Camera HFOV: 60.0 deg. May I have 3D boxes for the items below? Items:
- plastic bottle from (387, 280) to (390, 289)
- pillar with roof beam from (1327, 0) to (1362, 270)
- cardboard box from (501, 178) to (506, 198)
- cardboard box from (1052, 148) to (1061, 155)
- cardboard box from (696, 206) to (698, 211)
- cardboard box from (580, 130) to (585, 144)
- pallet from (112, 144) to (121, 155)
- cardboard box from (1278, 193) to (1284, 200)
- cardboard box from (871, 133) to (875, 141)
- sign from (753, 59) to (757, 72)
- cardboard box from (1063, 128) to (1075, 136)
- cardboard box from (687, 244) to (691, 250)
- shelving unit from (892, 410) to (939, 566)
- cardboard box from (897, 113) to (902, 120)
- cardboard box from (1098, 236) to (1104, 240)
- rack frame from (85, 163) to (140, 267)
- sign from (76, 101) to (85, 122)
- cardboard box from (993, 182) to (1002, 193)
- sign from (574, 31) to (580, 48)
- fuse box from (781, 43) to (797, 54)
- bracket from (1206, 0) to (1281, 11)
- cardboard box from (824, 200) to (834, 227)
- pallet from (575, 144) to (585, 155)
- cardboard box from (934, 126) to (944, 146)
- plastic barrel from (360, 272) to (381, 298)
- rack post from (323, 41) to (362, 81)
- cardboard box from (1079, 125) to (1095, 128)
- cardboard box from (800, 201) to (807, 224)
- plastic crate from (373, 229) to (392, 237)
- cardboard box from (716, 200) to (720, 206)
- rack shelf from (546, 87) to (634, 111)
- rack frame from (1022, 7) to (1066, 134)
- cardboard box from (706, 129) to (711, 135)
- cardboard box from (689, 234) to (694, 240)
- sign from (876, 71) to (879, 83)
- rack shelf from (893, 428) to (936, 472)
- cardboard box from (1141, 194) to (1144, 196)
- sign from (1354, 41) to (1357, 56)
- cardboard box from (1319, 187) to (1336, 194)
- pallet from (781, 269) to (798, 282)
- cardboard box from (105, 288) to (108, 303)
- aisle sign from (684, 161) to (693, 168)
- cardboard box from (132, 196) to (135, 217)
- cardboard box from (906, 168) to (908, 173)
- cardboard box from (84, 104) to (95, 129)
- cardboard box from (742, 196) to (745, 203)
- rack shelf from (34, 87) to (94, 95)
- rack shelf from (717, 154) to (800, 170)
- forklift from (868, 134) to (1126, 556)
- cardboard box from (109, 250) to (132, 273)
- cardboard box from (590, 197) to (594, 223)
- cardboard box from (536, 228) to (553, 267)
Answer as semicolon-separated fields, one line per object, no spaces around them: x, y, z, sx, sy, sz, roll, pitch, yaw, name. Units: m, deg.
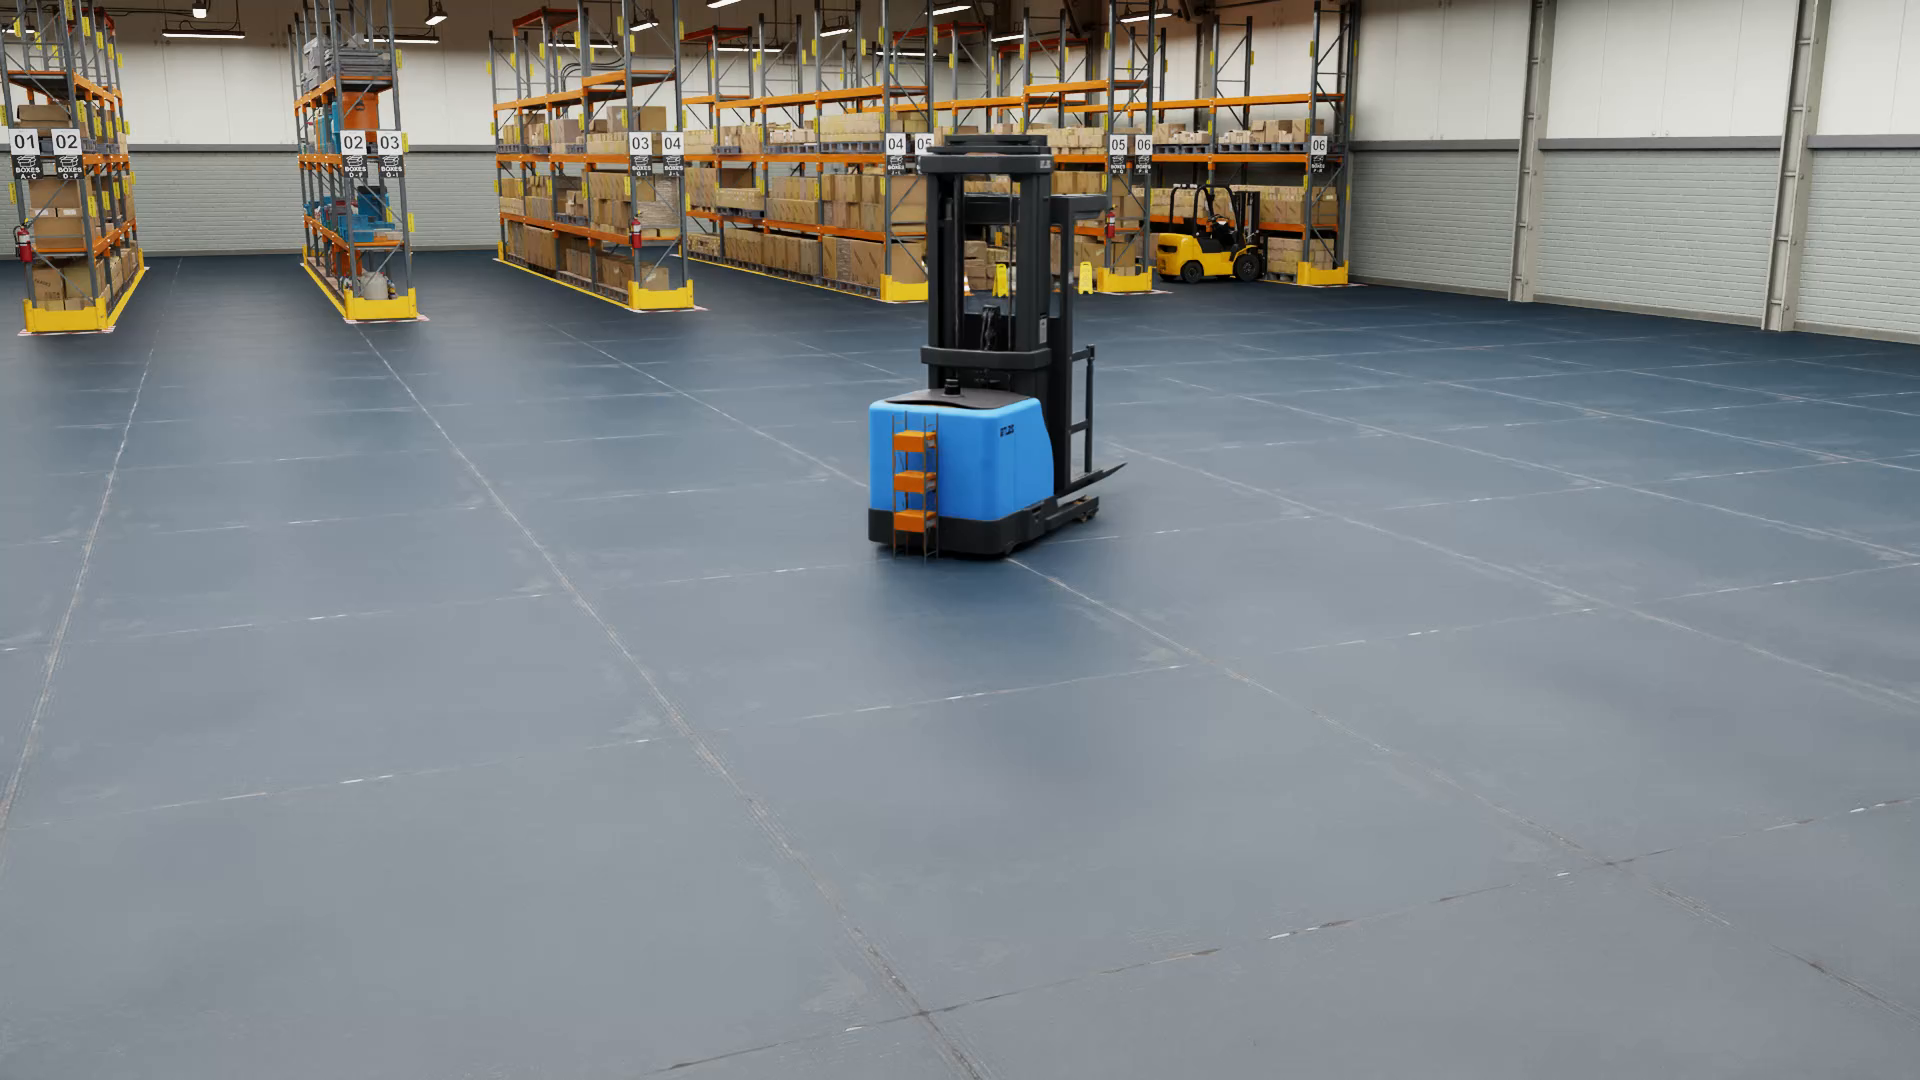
-10.735;-4.749;31.310;0.097;0.271;0.097;0;13;0;plastic bottle
4.651;-9.920;35.274;9.100;9.000;0.548;-6;14;-23;pillar with roof beam
-11.842;-9.333;44.051;0.500;0.500;0.500;-6;14;-24;cardboard box
2.236;-8.516;36.419;0.380;0.149;0.250;-6;14;-24;cardboard box
-6.986;-9.068;45.456;0.380;0.149;0.250;-6;14;-24;cardboard box
-7.657;-8.660;35.322;0.797;0.503;0.637;-5;14;-21;cardboard box
-17.508;-7.813;33.241;1.213;0.211;1.003;-5;14;-20;pallet
7.386;-7.733;37.471;0.380;0.149;0.250;-6;14;-23;cardboard box
-1.537;-7.926;32.717;0.380;0.149;0.250;-5;14;-22;cardboard box
-5.294;-12.229;42.829;0.100;0.325;0.005;-6;14;-23;sign
2.451;-8.796;35.860;0.380;0.149;0.250;-5;14;-22;cardboard box
-7.486;-8.228;46.659;0.380;0.149;0.250;-5;14;-22;cardboard box
-0.309;-0.362;11.603;0.252;1.050;0.215;6;15;26;shelving unit
-1.038;-8.427;33.111;0.380;0.149;0.250;-6;14;-24;cardboard box
4.074;-8.081;45.244;0.500;0.500;0.500;-5;14;-21;cardboard box
-21.066;-8.228;41.270;1.000;3.000;0.127;-6;14;-23;rack frame
-14.146;-6.897;26.753;0.100;0.325;0.005;-6;14;-23;sign
1.103;-8.221;39.424;0.500;0.500;0.500;-5;14;-21;cardboard box
-7.687;-10.047;33.399;0.100;0.325;0.005;-6;14;-23;sign
-5.409;-15.633;52.864;0.513;0.334;0.176;-6;14;-23;fuse box
7.072;-12.649;39.081;0.076;0.066;4.783;-6;14;-23;bracket
-2.437;-7.068;35.924;0.875;0.550;0.550;-6;14;-23;cardboard box
-7.330;-8.150;34.696;1.213;0.211;1.003;-6;14;-23;pallet
-0.274;-10.267;42.271;0.700;0.500;0.500;-6;15;-26;cardboard box
-10.651;-4.595;30.155;0.421;0.512;0.421;0;13;0;plastic barrel
-12.597;-9.614;33.508;0.935;0.934;2.738;-6;14;-23;rack post
3.563;-11.471;46.451;0.396;0.266;0.258;-6;14;-23;cardboard box
-3.252;-7.307;37.067;0.500;0.500;0.500;-6;14;-24;cardboard box
-10.836;-5.755;31.167;0.530;0.136;0.437;-6;14;-23;plastic crate
-6.064;-8.682;42.857;0.380;0.149;0.250;-6;14;-26;cardboard box
-7.982;-9.434;35.656;1.077;0.370;4.000;-6;14;-23;rack shelf
1.899;-10.461;37.611;1.000;3.000;0.127;-6;14;-23;rack frame
-6.428;-10.689;43.591;0.380;0.149;0.250;-6;14;-23;cardboard box
-7.300;-8.406;46.111;0.380;0.149;0.250;-6;14;-23;cardboard box
-2.405;-13.480;48.408;0.100;0.325;0.005;-6;14;-23;sign
-0.309;-0.628;11.542;0.240;0.259;0.215;6;15;26;rack shelf
4.997;-8.767;42.821;0.500;0.250;0.500;-5;14;-21;cardboard box
8.559;-10.665;36.069;0.100;0.325;0.005;-6;14;-23;sign
8.110;-7.759;36.923;0.380;0.149;0.250;-6;14;-24;cardboard box
-3.466;-6.117;38.330;1.003;0.211;1.213;-6;14;-23;pallet
-15.468;-4.332;29.601;0.500;0.250;0.500;-6;14;-23;cardboard box
-7.707;-10.804;46.633;0.394;0.787;0.004;-6;14;-23;aisle sign
-20.637;-8.209;40.965;0.500;0.500;0.500;-5;14;-21;cardboard box
-1.311;-10.183;45.838;0.380;0.149;0.250;-5;14;-22;cardboard box
-18.030;-8.663;34.058;0.500;0.500;0.500;-6;14;-23;cardboard box
-5.129;-8.346;40.742;0.380;0.149;0.250;-6;14;-23;cardboard box
-17.060;-8.635;31.771;0.919;0.124;3.809;-6;14;-23;rack shelf
-4.999;-9.421;41.365;1.077;0.370;4.000;-6;14;-23;rack shelf
0.447;-1.606;12.808;1.130;2.935;3.031;6;15;26;forklift
-18.813;-6.219;37.158;0.500;0.500;0.500;-6;14;-23;cardboard box
-7.057;-6.738;33.950;0.875;0.500;0.500;-6;14;-23;cardboard box
-9.390;-6.968;39.606;1.225;0.875;0.875;-6;14;-23;cardboard box
